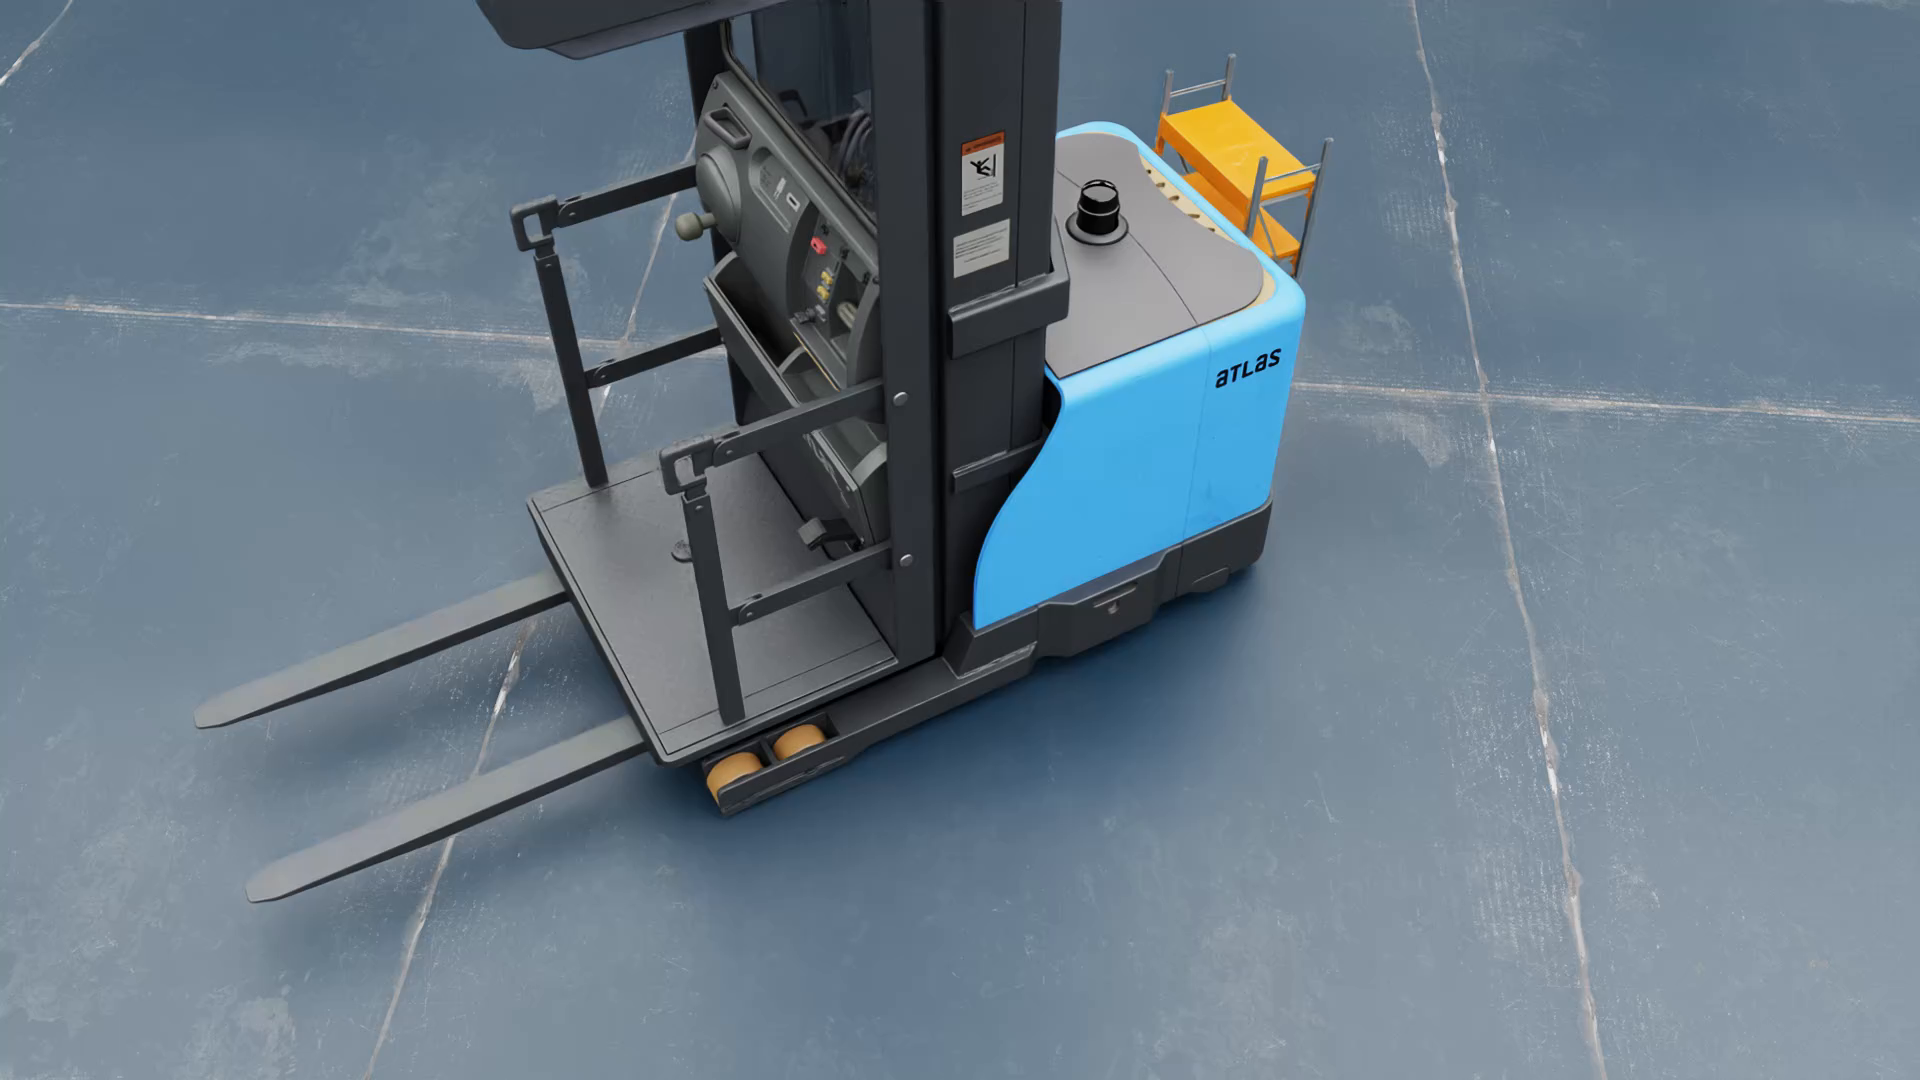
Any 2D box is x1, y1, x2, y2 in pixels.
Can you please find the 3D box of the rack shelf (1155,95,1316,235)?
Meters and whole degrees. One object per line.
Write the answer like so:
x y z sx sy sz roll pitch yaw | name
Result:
0.814 -1.103 4.906 0.258 0.148 0.480 -19 50 -20 | rack shelf

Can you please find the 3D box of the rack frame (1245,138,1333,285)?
0.910 -0.672 5.043 0.240 1.200 0.015 -19 50 -20 | rack frame

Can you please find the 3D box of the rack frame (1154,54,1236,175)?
0.686 -0.992 5.336 0.240 1.200 0.015 -19 50 -20 | rack frame

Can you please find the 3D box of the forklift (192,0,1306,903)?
-0.602 -0.696 3.900 3.031 2.935 1.130 -22 51 -19 | forklift

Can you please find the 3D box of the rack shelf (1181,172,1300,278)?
0.804 -0.940 5.077 0.258 0.148 0.480 -19 50 -20 | rack shelf

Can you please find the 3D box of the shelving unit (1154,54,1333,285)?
0.798 -0.832 5.190 0.258 1.200 0.503 -19 50 -20 | shelving unit
